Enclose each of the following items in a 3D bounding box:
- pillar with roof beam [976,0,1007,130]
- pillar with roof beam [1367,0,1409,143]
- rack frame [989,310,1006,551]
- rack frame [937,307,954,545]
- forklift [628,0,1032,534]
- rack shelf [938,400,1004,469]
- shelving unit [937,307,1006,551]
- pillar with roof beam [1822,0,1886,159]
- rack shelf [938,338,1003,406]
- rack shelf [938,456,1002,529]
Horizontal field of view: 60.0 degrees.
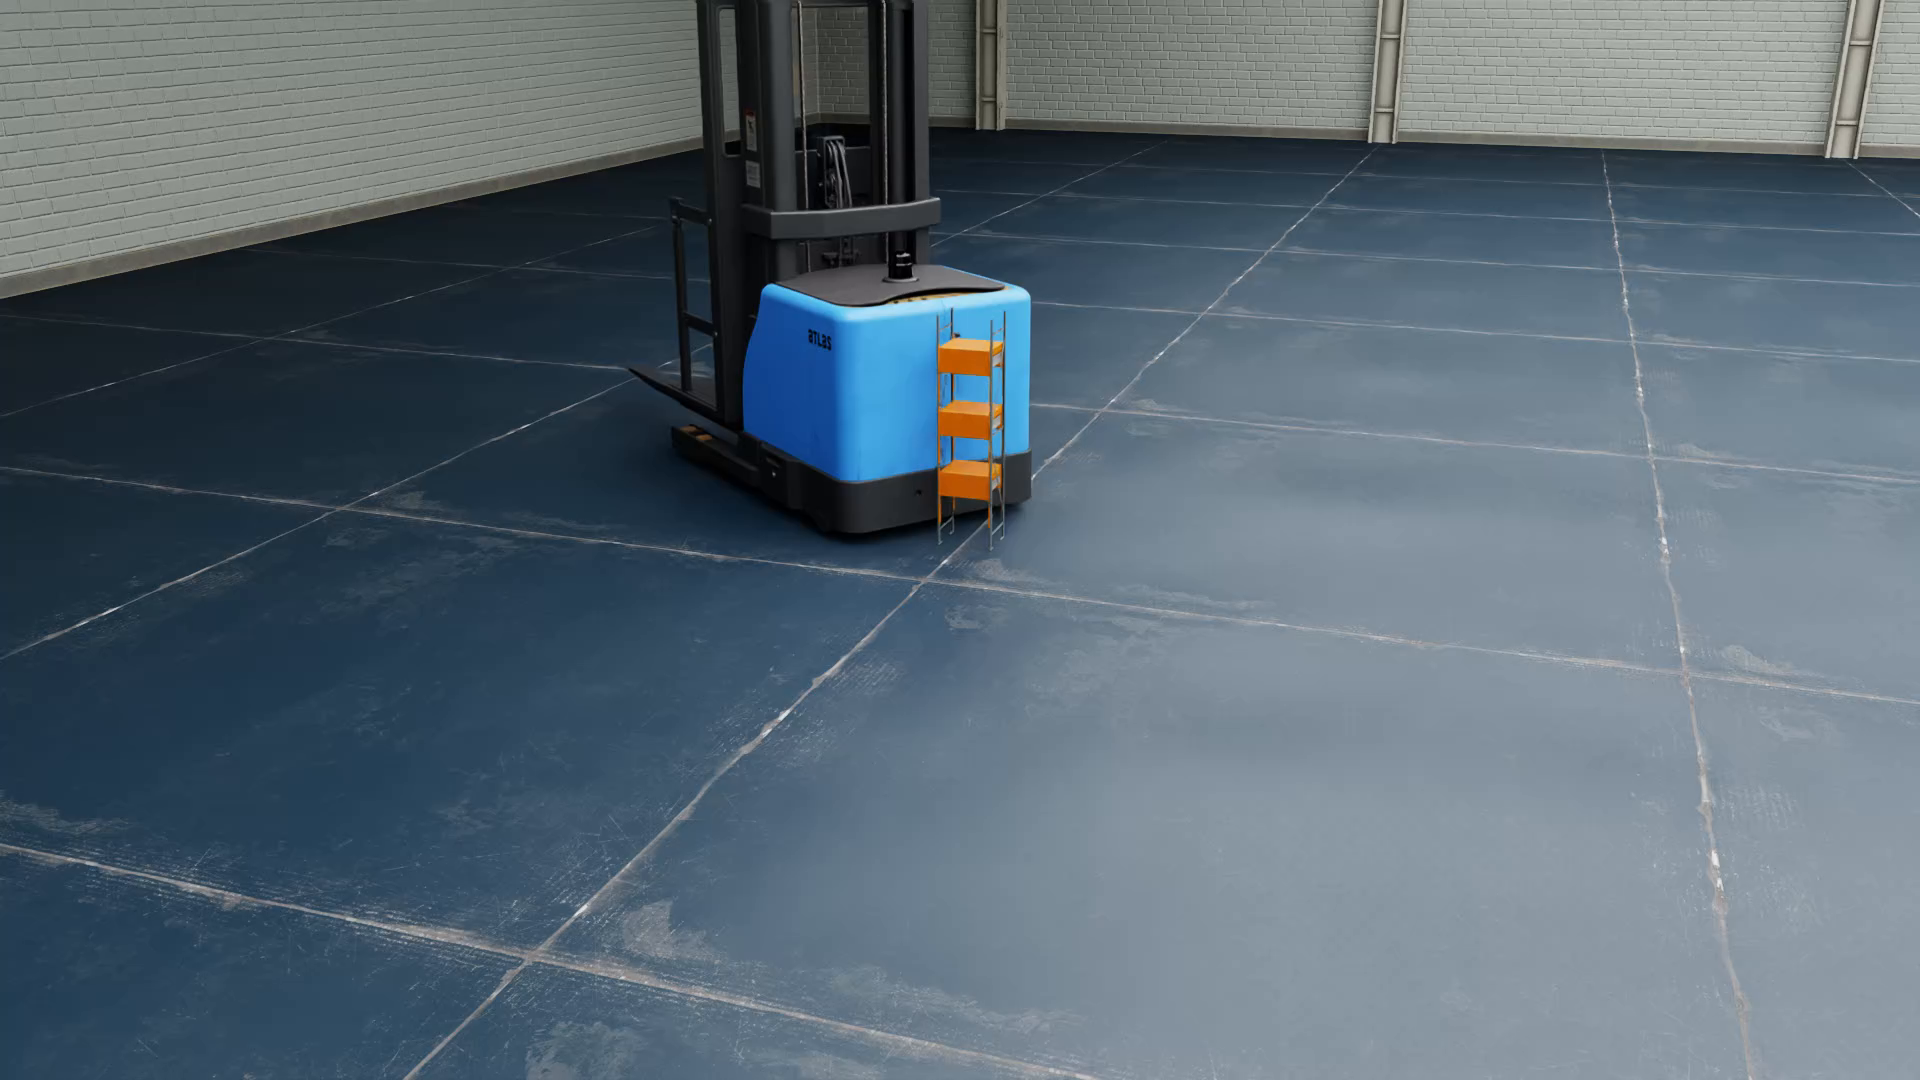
[{"bbox_3d":[-0.934,-9.349,20.727,0.400,9.000,9.100,7,20,18],"label":"pillar with roof beam"},{"bbox_3d":[4.734,-8.701,18.867,0.400,9.000,9.100,7,20,18],"label":"pillar with roof beam"},{"bbox_3d":[0.166,-0.477,7.349,0.008,1.050,0.200,7,20,18],"label":"rack frame"},{"bbox_3d":[-0.065,-0.503,7.425,0.008,1.050,0.200,7,20,18],"label":"rack frame"},{"bbox_3d":[-0.874,-1.844,8.412,1.130,2.935,3.031,-12,22,-30],"label":"forklift"},{"bbox_3d":[0.051,-0.480,7.390,0.240,0.259,0.215,7,20,18],"label":"rack shelf"},{"bbox_3d":[0.051,-0.490,7.387,0.252,1.050,0.215,7,20,18],"label":"shelving unit"},{"bbox_3d":[10.401,-8.053,17.008,0.400,9.000,9.100,7,20,18],"label":"pillar with roof beam"},{"bbox_3d":[0.051,-0.748,7.297,0.240,0.259,0.215,7,20,18],"label":"rack shelf"},{"bbox_3d":[0.051,-0.217,7.482,0.240,0.259,0.215,7,20,18],"label":"rack shelf"}]
